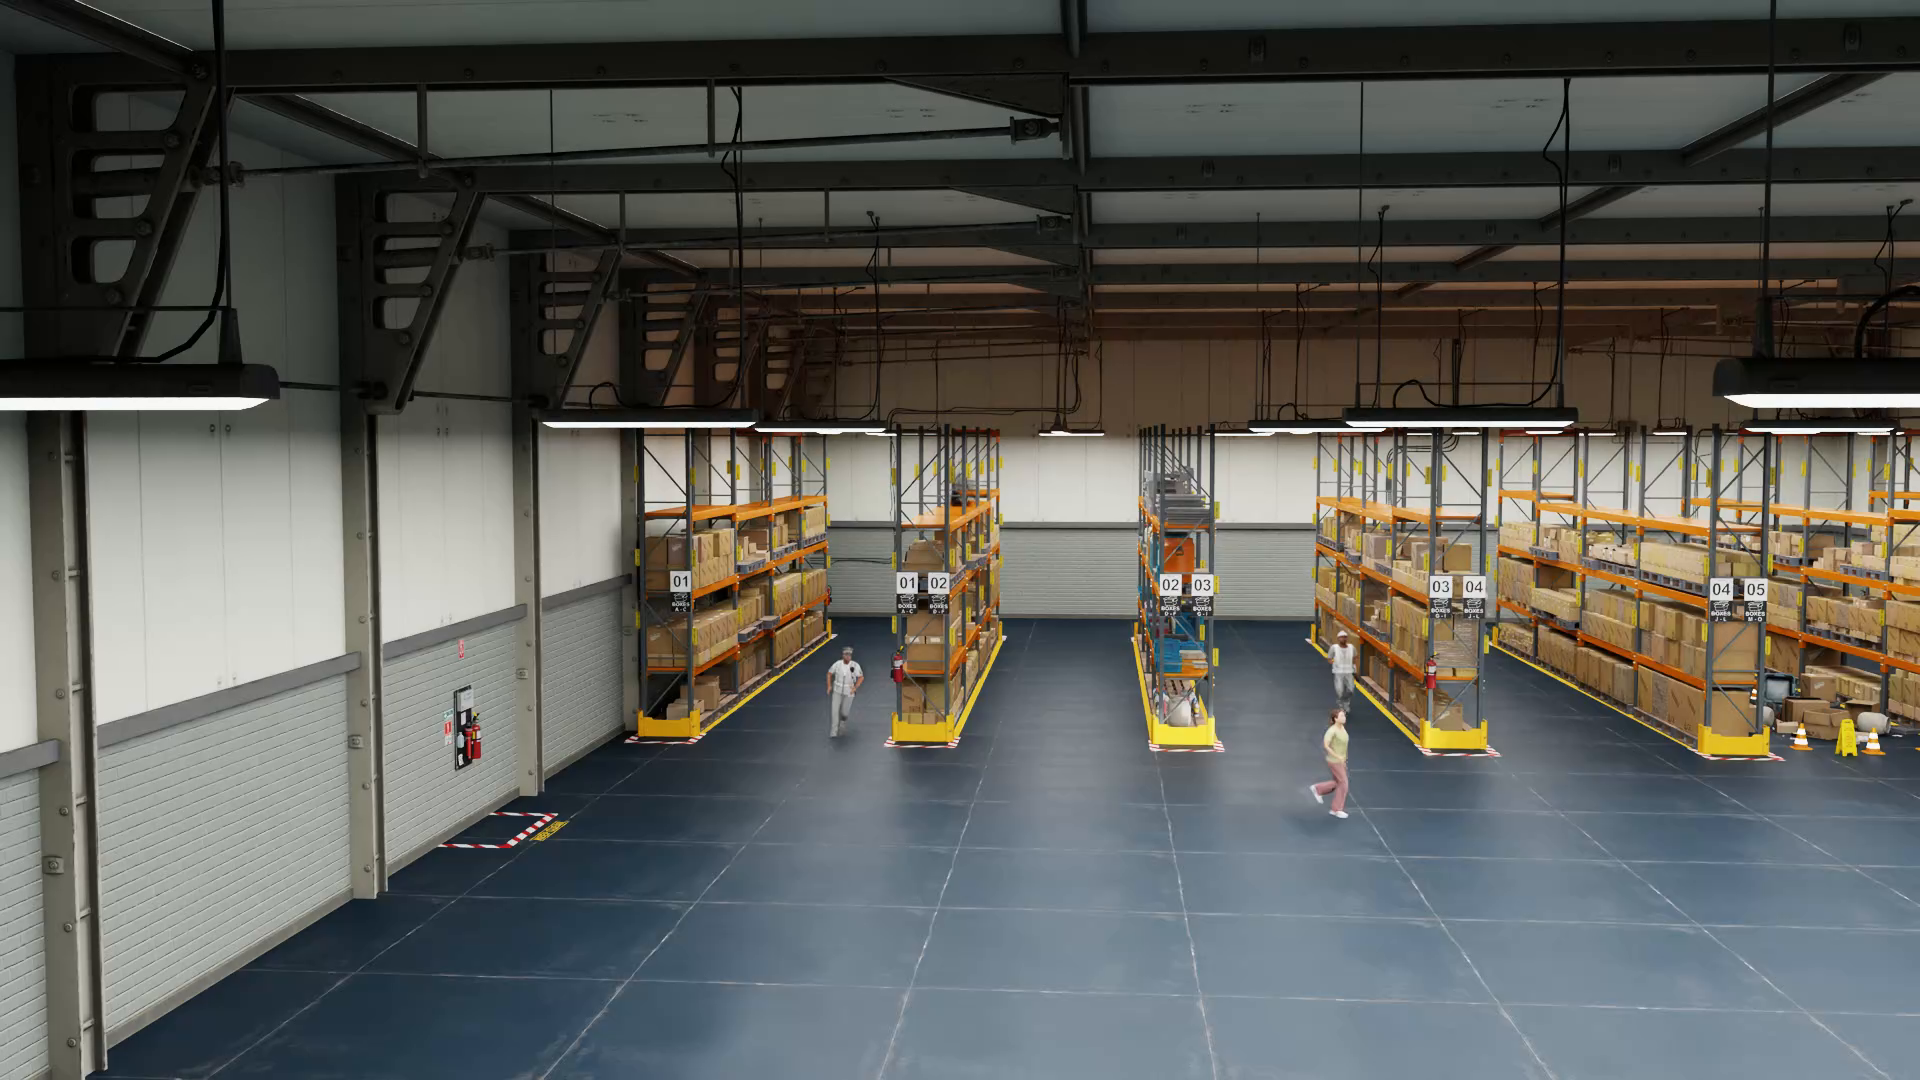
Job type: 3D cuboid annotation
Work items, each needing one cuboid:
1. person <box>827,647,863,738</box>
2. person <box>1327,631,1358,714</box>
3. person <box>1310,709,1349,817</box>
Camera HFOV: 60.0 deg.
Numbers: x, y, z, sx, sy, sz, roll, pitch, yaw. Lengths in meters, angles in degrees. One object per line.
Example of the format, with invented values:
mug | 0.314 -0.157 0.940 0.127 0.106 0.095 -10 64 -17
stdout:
person | -2.225 2.910 32.054 0.707 1.725 0.697 0 3 3
person | 7.925 2.753 34.335 0.669 1.737 0.589 0 3 3
person | 5.637 3.370 25.320 0.626 1.652 0.586 2 4 35
